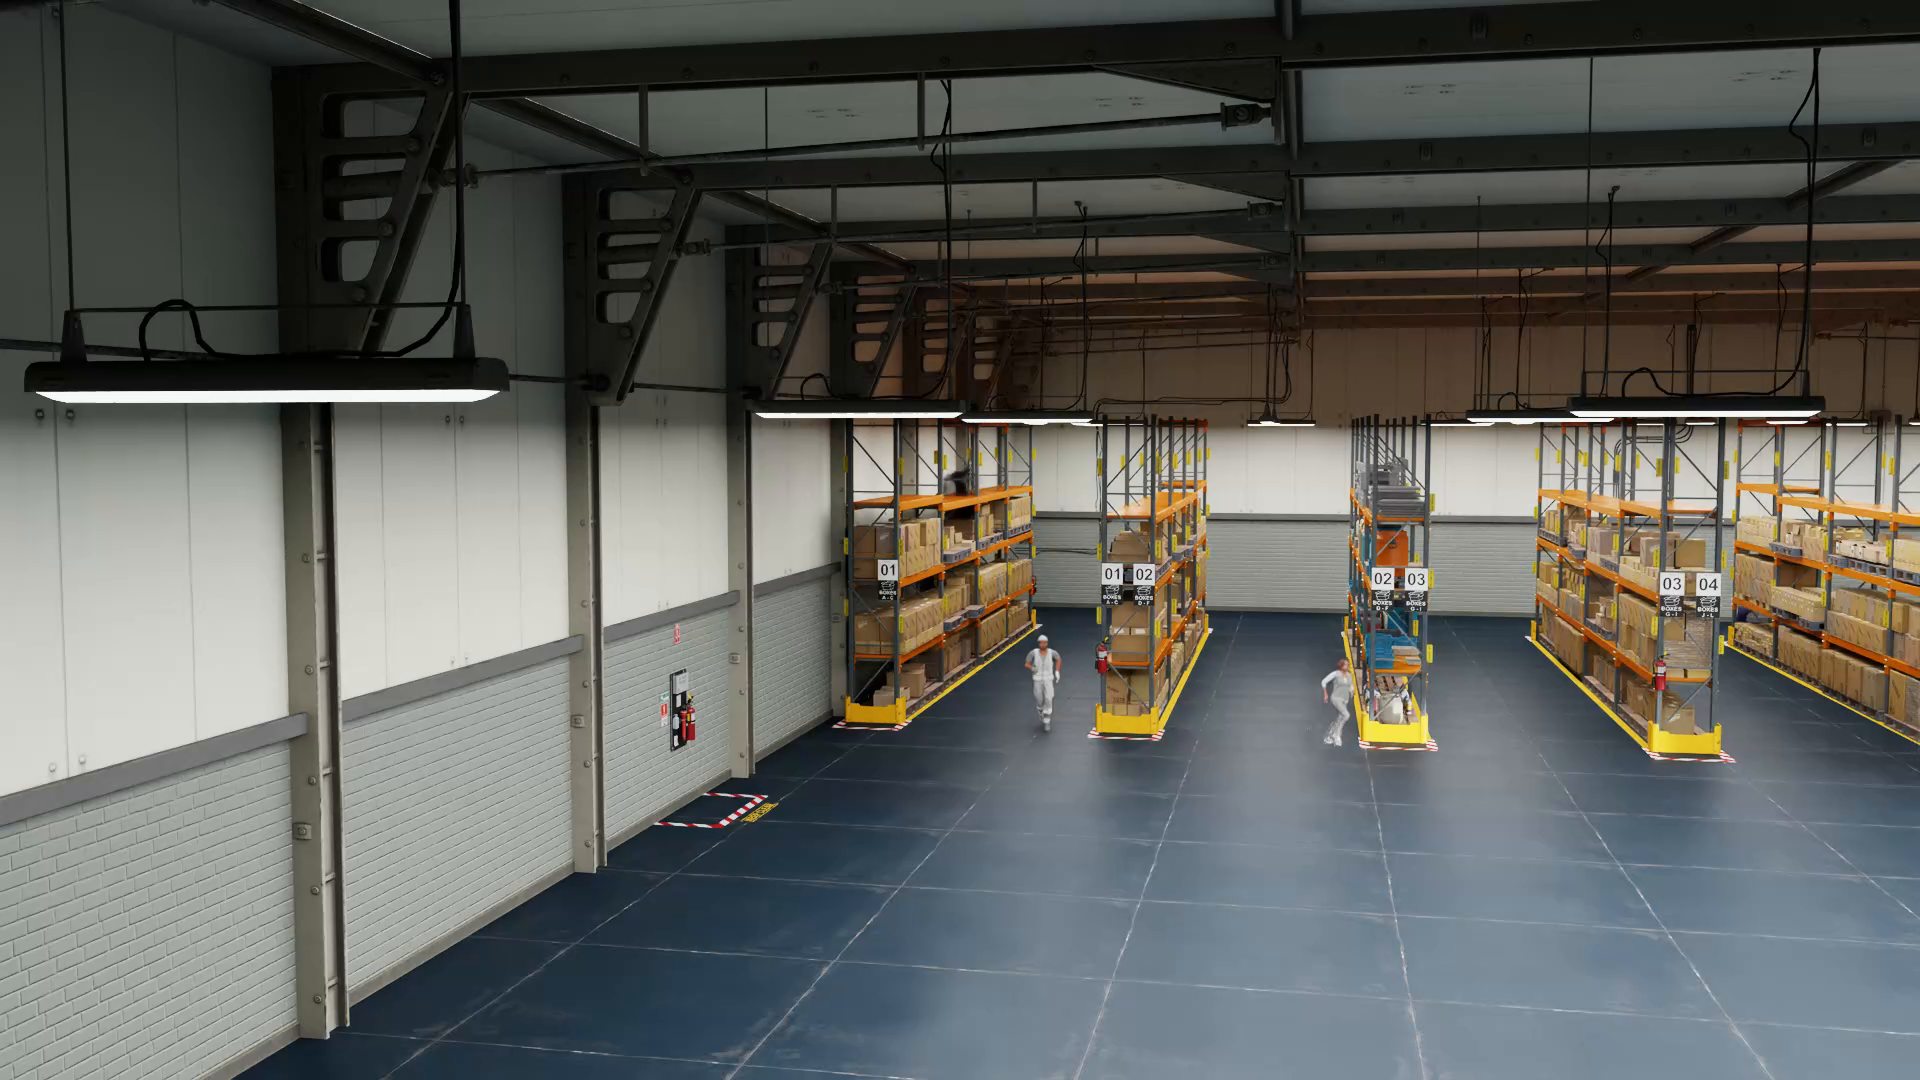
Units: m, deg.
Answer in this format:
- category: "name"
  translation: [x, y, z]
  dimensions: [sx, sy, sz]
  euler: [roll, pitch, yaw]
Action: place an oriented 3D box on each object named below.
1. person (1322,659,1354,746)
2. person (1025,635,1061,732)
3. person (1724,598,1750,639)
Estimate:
- category: "person"
  translation: [6.886, 2.924, 30.073]
  dimensions: [0.525, 1.552, 0.623]
  euler: [-2, 4, -27]
- category: "person"
  translation: [1.584, 2.708, 31.836]
  dimensions: [0.688, 1.797, 0.942]
  euler: [0, 4, 4]
- category: "person"
  translation: [21.173, 1.894, 45.051]
  dimensions: [0.994, 1.601, 0.627]
  euler: [1, 4, 10]
